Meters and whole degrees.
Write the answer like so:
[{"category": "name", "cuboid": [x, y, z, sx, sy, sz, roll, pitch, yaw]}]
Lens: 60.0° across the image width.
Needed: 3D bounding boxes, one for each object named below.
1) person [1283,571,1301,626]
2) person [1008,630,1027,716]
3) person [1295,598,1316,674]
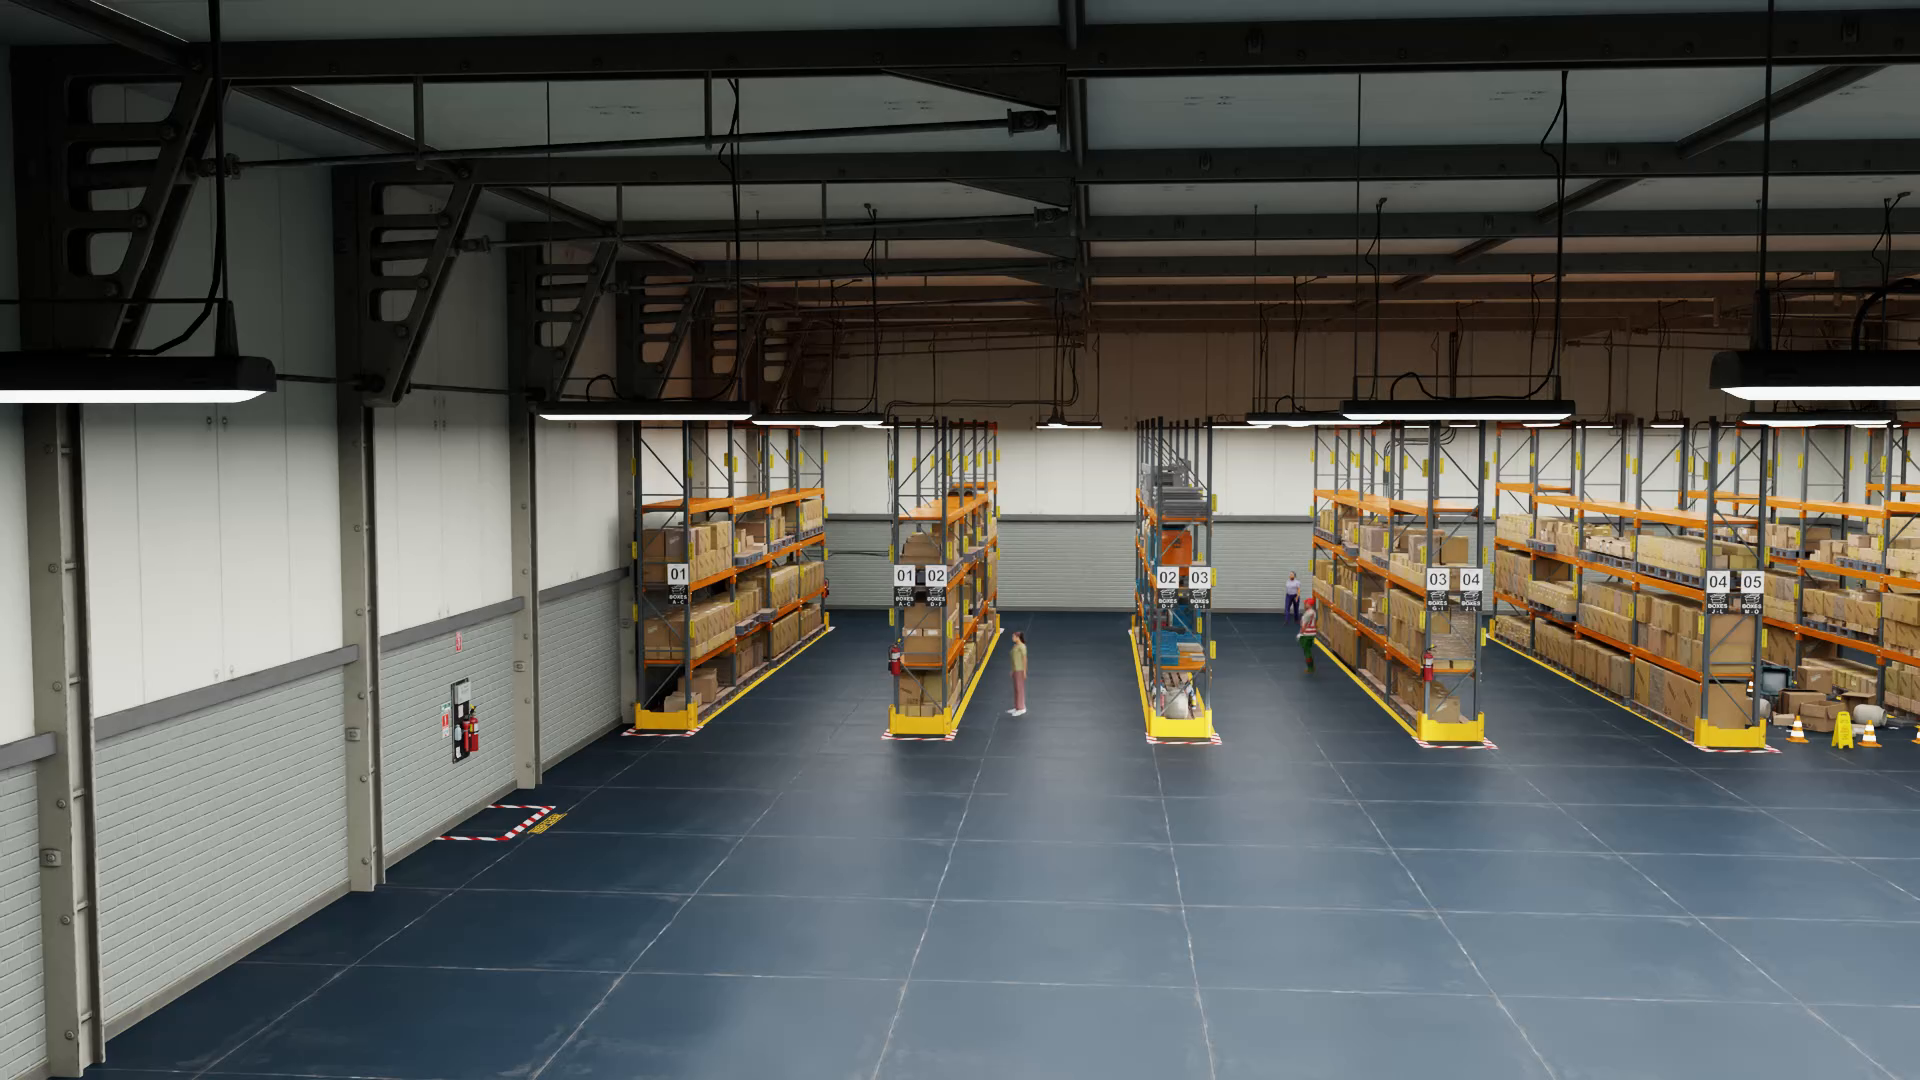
[{"category": "person", "cuboid": [9.776, 1.722, 48.854, 0.455, 1.574, 0.990, 1, 4, 20]}, {"category": "person", "cuboid": [1.163, 2.688, 33.756, 0.411, 1.701, 0.536, -1, 4, -20]}, {"category": "person", "cuboid": [8.183, 2.272, 39.265, 0.586, 1.831, 0.472, -3, 5, -36]}]
